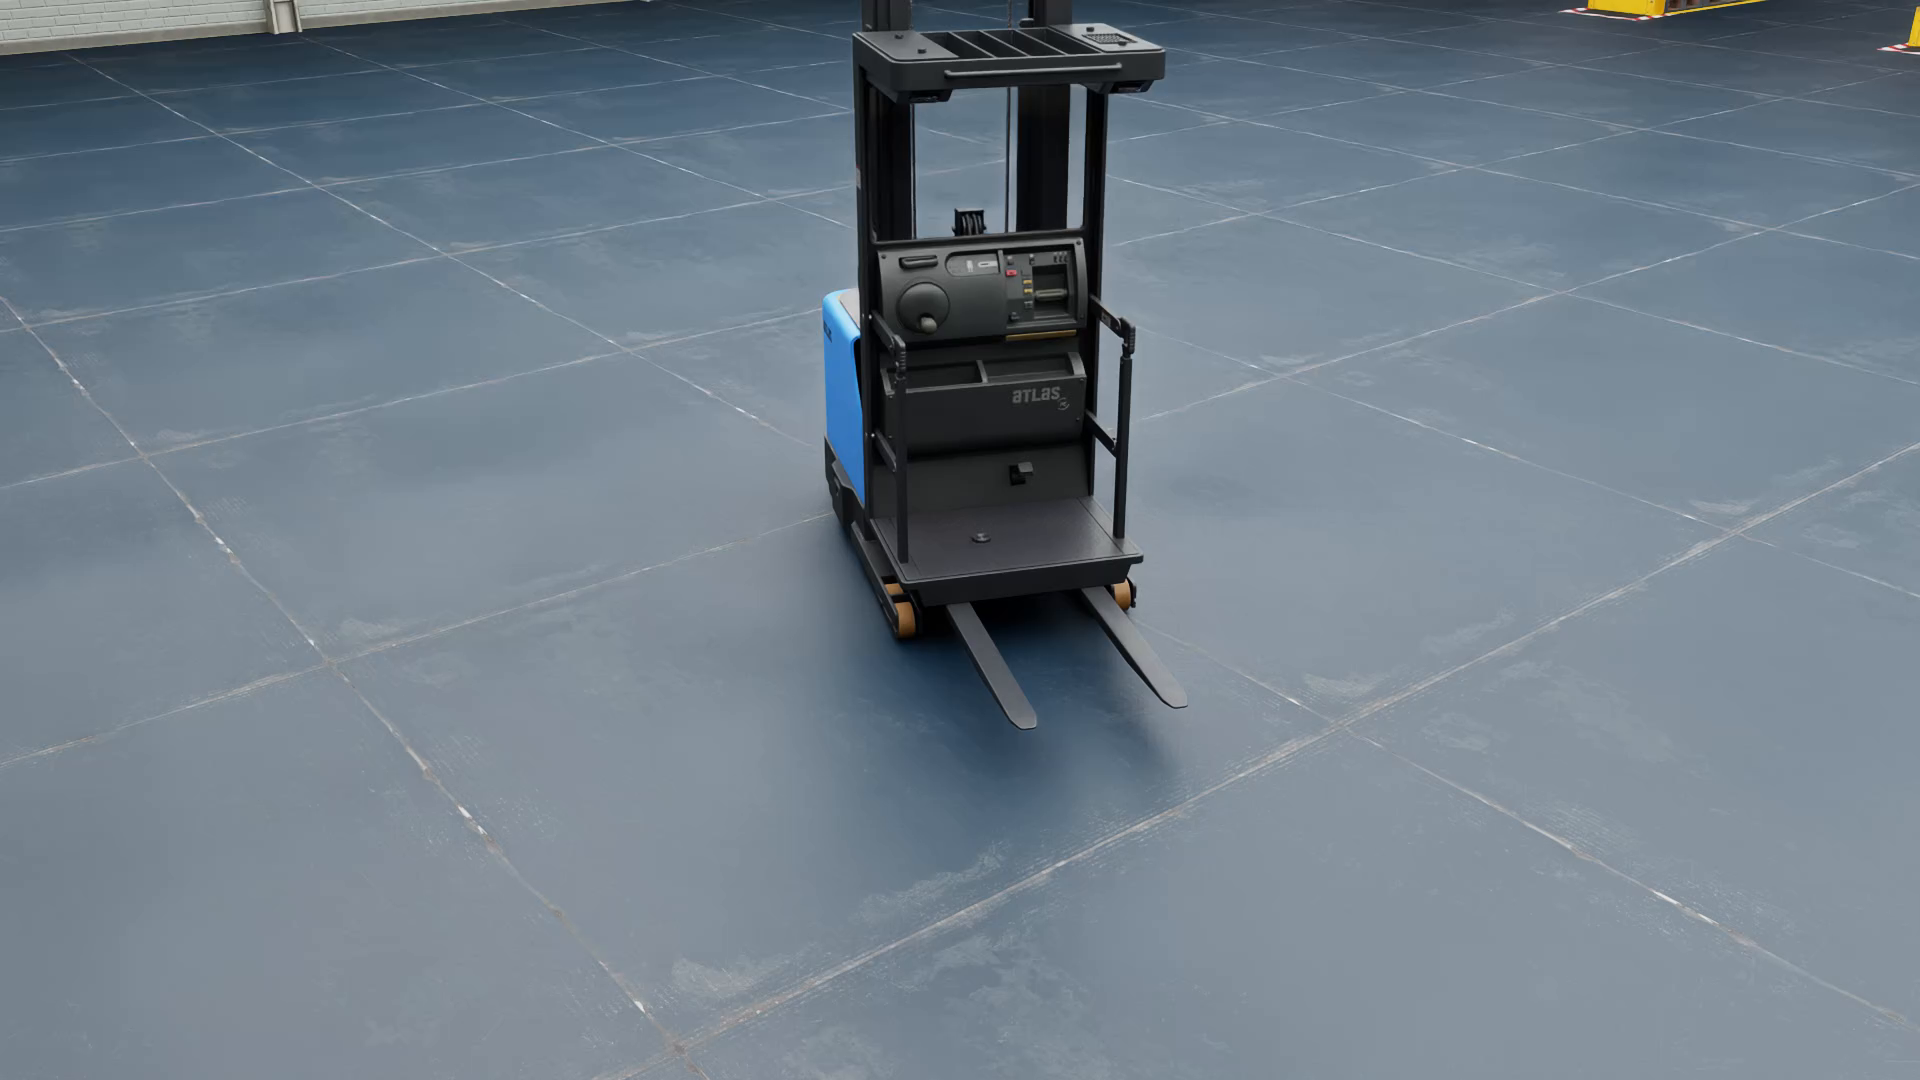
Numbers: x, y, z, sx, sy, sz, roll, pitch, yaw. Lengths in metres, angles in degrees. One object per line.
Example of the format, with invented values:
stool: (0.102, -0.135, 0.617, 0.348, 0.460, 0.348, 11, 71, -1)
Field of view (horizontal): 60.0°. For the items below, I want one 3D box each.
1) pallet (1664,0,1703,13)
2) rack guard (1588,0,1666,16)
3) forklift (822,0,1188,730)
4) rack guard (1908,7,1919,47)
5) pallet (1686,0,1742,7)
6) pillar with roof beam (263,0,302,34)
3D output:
pallet: (11.131, -8.650, 26.636, 1.213, 0.211, 1.003, -18, 31, -34)
rack guard: (10.488, -8.571, 26.125, 0.348, 0.500, 1.175, -18, 31, -34)
forklift: (0.161, -1.074, 7.082, 1.130, 2.935, 3.031, -6, 26, -13)
rack guard: (13.573, -6.915, 22.556, 0.348, 0.500, 1.175, -18, 31, -34)
pallet: (12.090, -8.965, 27.315, 1.213, 0.211, 1.003, -18, 31, -34)
pillar with roof beam: (-7.147, -10.039, 19.192, 0.400, 9.000, 9.100, -18, 31, -34)
